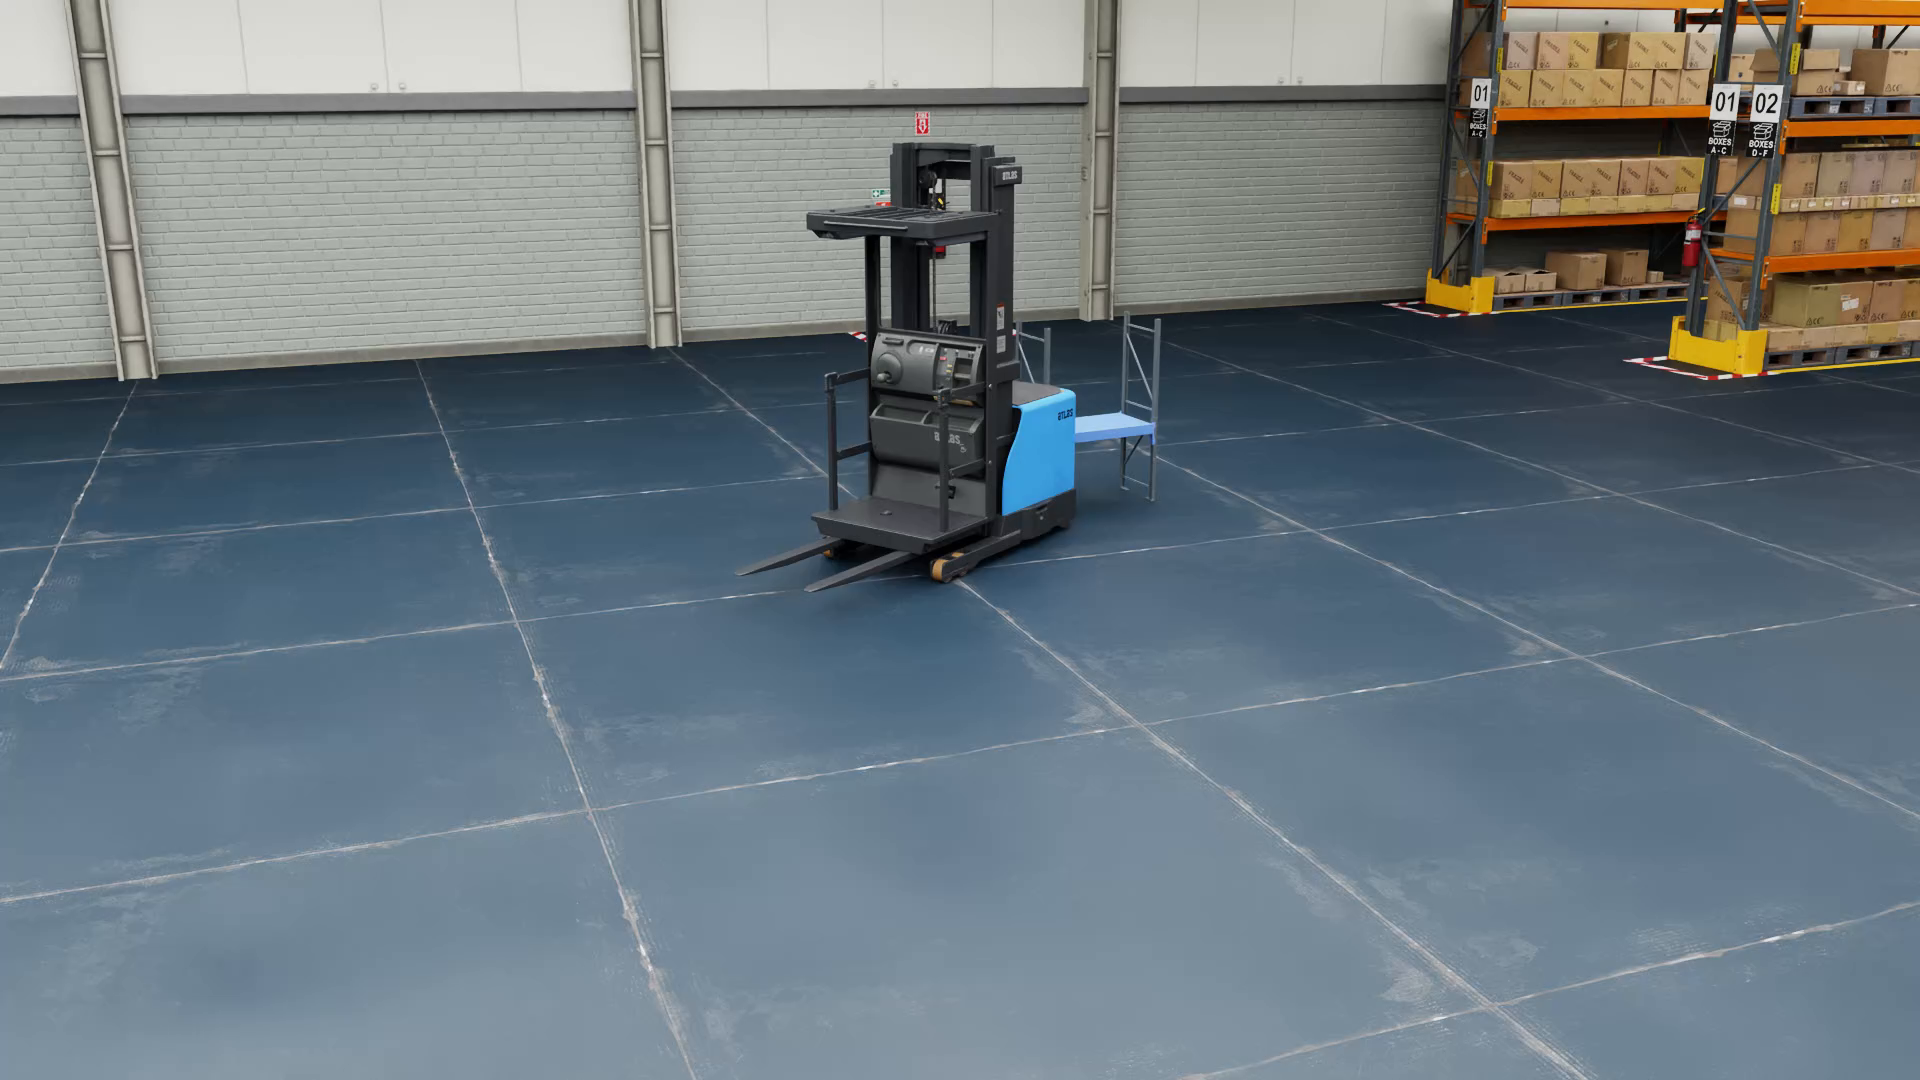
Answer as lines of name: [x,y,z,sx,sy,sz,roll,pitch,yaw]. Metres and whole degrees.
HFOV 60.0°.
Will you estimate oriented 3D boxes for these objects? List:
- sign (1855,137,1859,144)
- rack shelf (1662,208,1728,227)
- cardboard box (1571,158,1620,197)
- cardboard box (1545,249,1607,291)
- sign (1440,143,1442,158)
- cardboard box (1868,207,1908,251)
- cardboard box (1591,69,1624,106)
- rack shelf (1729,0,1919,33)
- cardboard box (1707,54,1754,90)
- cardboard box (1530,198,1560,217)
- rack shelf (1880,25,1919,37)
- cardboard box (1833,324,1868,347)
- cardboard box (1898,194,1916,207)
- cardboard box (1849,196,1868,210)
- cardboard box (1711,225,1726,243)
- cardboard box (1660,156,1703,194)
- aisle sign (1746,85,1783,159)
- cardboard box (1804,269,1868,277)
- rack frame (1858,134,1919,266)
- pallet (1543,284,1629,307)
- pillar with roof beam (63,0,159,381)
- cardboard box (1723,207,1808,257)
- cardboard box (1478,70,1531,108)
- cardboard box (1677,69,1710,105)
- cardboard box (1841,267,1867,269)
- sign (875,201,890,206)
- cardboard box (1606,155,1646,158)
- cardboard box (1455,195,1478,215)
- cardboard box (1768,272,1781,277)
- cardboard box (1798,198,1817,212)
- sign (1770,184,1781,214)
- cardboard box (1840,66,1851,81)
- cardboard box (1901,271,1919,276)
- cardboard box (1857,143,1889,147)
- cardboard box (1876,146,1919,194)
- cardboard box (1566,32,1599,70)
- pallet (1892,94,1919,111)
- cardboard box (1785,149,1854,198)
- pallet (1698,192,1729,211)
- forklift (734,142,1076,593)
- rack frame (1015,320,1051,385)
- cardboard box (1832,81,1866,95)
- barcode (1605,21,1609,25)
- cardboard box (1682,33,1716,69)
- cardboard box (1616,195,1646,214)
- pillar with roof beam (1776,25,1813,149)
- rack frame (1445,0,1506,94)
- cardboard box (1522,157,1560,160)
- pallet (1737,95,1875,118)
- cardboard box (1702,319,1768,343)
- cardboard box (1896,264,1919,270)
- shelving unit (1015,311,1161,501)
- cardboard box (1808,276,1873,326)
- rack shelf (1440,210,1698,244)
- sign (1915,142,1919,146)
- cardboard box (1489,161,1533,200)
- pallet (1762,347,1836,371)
sign: [14.407,-6.312,26.713,0.005,0.325,0.100,-6,17,-20]
rack shelf: [12.741,-5.064,25.795,4.000,0.370,1.077,-6,17,-20]
cardboard box: [9.119,-5.223,23.961,0.500,0.500,0.500,-6,17,-18]
cardboard box: [9.052,-3.980,24.483,0.500,0.500,0.700,-7,18,-24]
sign: [6.959,-5.659,23.930,0.005,0.325,0.100,-6,17,-20]
cardboard box: [10.800,-3.749,19.865,0.500,0.500,0.700,-6,17,-18]
cardboard box: [9.030,-6.426,23.622,0.500,0.500,0.500,-5,17,-17]
rack shelf: [10.782,-6.044,19.195,4.000,0.370,1.077,-6,17,-20]
cardboard box: [11.413,-6.930,24.627,0.500,0.500,0.500,-4,17,-12]
cardboard box: [8.187,-4.763,23.726,0.500,0.250,0.500,-7,18,-22]
rack shelf: [16.476,-8.153,26.379,4.000,0.370,1.077,-6,17,-20]
cardboard box: [10.427,-2.480,19.856,0.500,0.250,0.500,-6,17,-20]
cardboard box: [11.039,-4.024,19.650,0.250,0.149,0.380,-6,17,-18]
cardboard box: [10.321,-3.948,19.388,0.250,0.149,0.380,-7,18,-22]
cardboard box: [11.965,-4.703,25.613,0.500,0.250,0.500,-7,18,-21]
cardboard box: [10.543,-5.376,24.480,0.500,0.500,0.500,-6,17,-20]
aisle sign: [8.963,-4.661,18.533,0.004,0.787,0.394,-6,17,-20]
cardboard box: [10.705,-3.030,20.397,0.500,0.500,0.500,-6,17,-20]
rack frame: [14.609,-5.610,26.380,0.127,3.000,1.000,-6,17,-20]
pallet: [9.118,-3.668,24.715,1.213,0.211,1.003,-6,17,-20]
pillar with roof beam: [-7.785,-5.033,13.766,0.400,9.000,9.100,-6,17,-20]
cardboard box: [9.355,-3.593,19.331,0.500,0.500,0.700,-6,17,-20]
cardboard box: [7.540,-6.269,23.085,0.500,0.500,0.500,-6,17,-19]
cardboard box: [10.488,-6.588,24.171,0.500,0.500,0.500,-6,17,-19]
cardboard box: [13.955,-4.536,26.376,0.500,0.500,0.700,-6,17,-19]
sign: [-0.995,-4.247,21.672,0.234,0.329,0.001,-6,17,-20]
cardboard box: [9.876,-5.461,24.771,0.500,0.500,0.500,-6,17,-20]
cardboard box: [7.506,-4.840,23.986,0.500,0.250,0.500,-6,17,-19]
cardboard box: [12.510,-4.404,25.926,0.500,0.500,0.700,-6,17,-19]
cardboard box: [9.603,-3.870,19.126,0.250,0.149,0.380,-7,18,-22]
sign: [9.107,-3.808,18.564,0.005,0.325,0.100,-6,17,-20]
cardboard box: [10.415,-5.408,19.530,0.500,0.311,0.500,-4,17,-14]
cardboard box: [11.824,-2.995,20.276,0.500,0.500,0.500,-6,17,-20]
cardboard box: [14.297,-6.138,26.067,0.250,0.149,0.380,-9,18,-27]
cardboard box: [11.298,-4.427,19.869,0.500,0.500,0.700,-6,17,-20]
cardboard box: [8.546,-6.847,23.280,0.500,0.500,0.500,-6,17,-19]
pallet: [11.862,-5.208,19.843,1.213,0.211,1.003,-6,17,-20]
cardboard box: [9.893,-4.275,19.352,0.500,0.500,0.700,-7,18,-22]
pallet: [11.639,-5.154,25.166,1.213,0.211,1.003,-6,17,-20]
forklift: [-0.361,-1.262,11.695,1.130,2.935,3.031,11,20,34]
rack frame: [0.572,-0.973,13.250,0.032,1.500,0.500,-8,18,-26]
cardboard box: [10.076,-5.160,18.976,0.250,0.149,0.380,-6,17,-20]
barcode: [9.422,-7.531,24.224,0.075,0.075,0.001,-6,17,-20]
cardboard box: [10.503,-7.062,24.011,0.500,0.500,0.500,-8,18,-25]
cardboard box: [9.607,-4.914,24.241,0.500,0.250,0.500,-6,17,-20]
pillar with roof beam: [14.626,-7.453,22.006,0.400,9.000,9.100,-6,17,-20]
rack frame: [7.138,-7.682,22.788,0.127,3.000,1.000,-6,17,-20]
cardboard box: [8.457,-5.306,24.244,0.500,0.500,0.500,-7,18,-22]
pallet: [9.584,-4.962,19.006,1.213,0.211,1.003,-6,17,-20]
cardboard box: [9.309,-2.515,19.973,0.500,0.250,0.500,-6,17,-20]
cardboard box: [12.105,-3.182,20.914,0.500,0.500,0.500,-6,17,-20]
shelving unit: [1.025,-1.038,13.472,1.048,1.500,0.538,-8,18,-26]
cardboard box: [10.423,-2.843,19.760,0.500,0.500,0.500,-6,17,-20]
rack shelf: [9.006,-4.660,24.421,4.000,0.370,1.077,-6,17,-20]
sign: [14.812,-5.986,25.745,0.005,0.325,0.100,-6,17,-20]
cardboard box: [7.692,-5.070,23.441,0.500,0.500,0.500,-6,17,-20]
pallet: [9.614,-2.251,19.889,1.213,0.211,1.003,-6,17,-20]
